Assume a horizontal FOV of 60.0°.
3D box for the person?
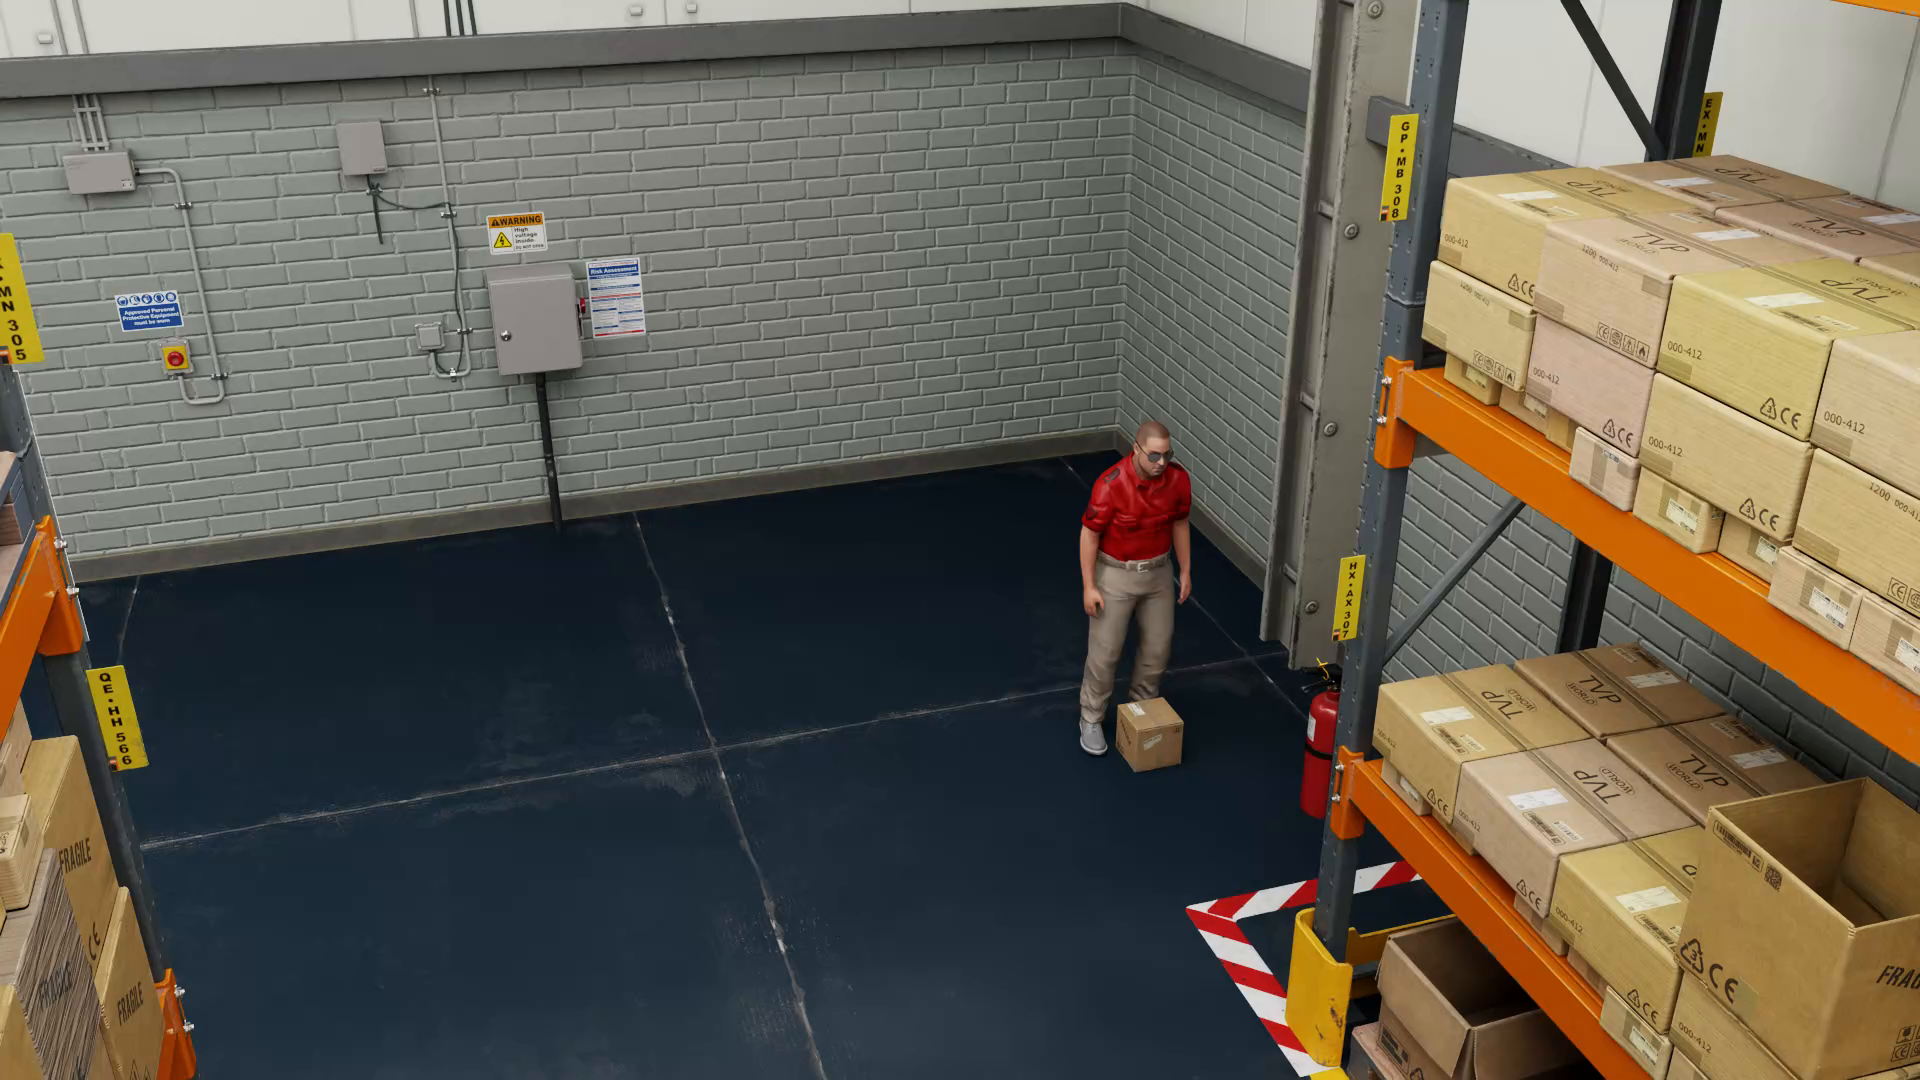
[{"bbox_3d":[0.868,0.204,8.213,0.597,1.727,0.379,-9,28,-18],"label":"person"}]
